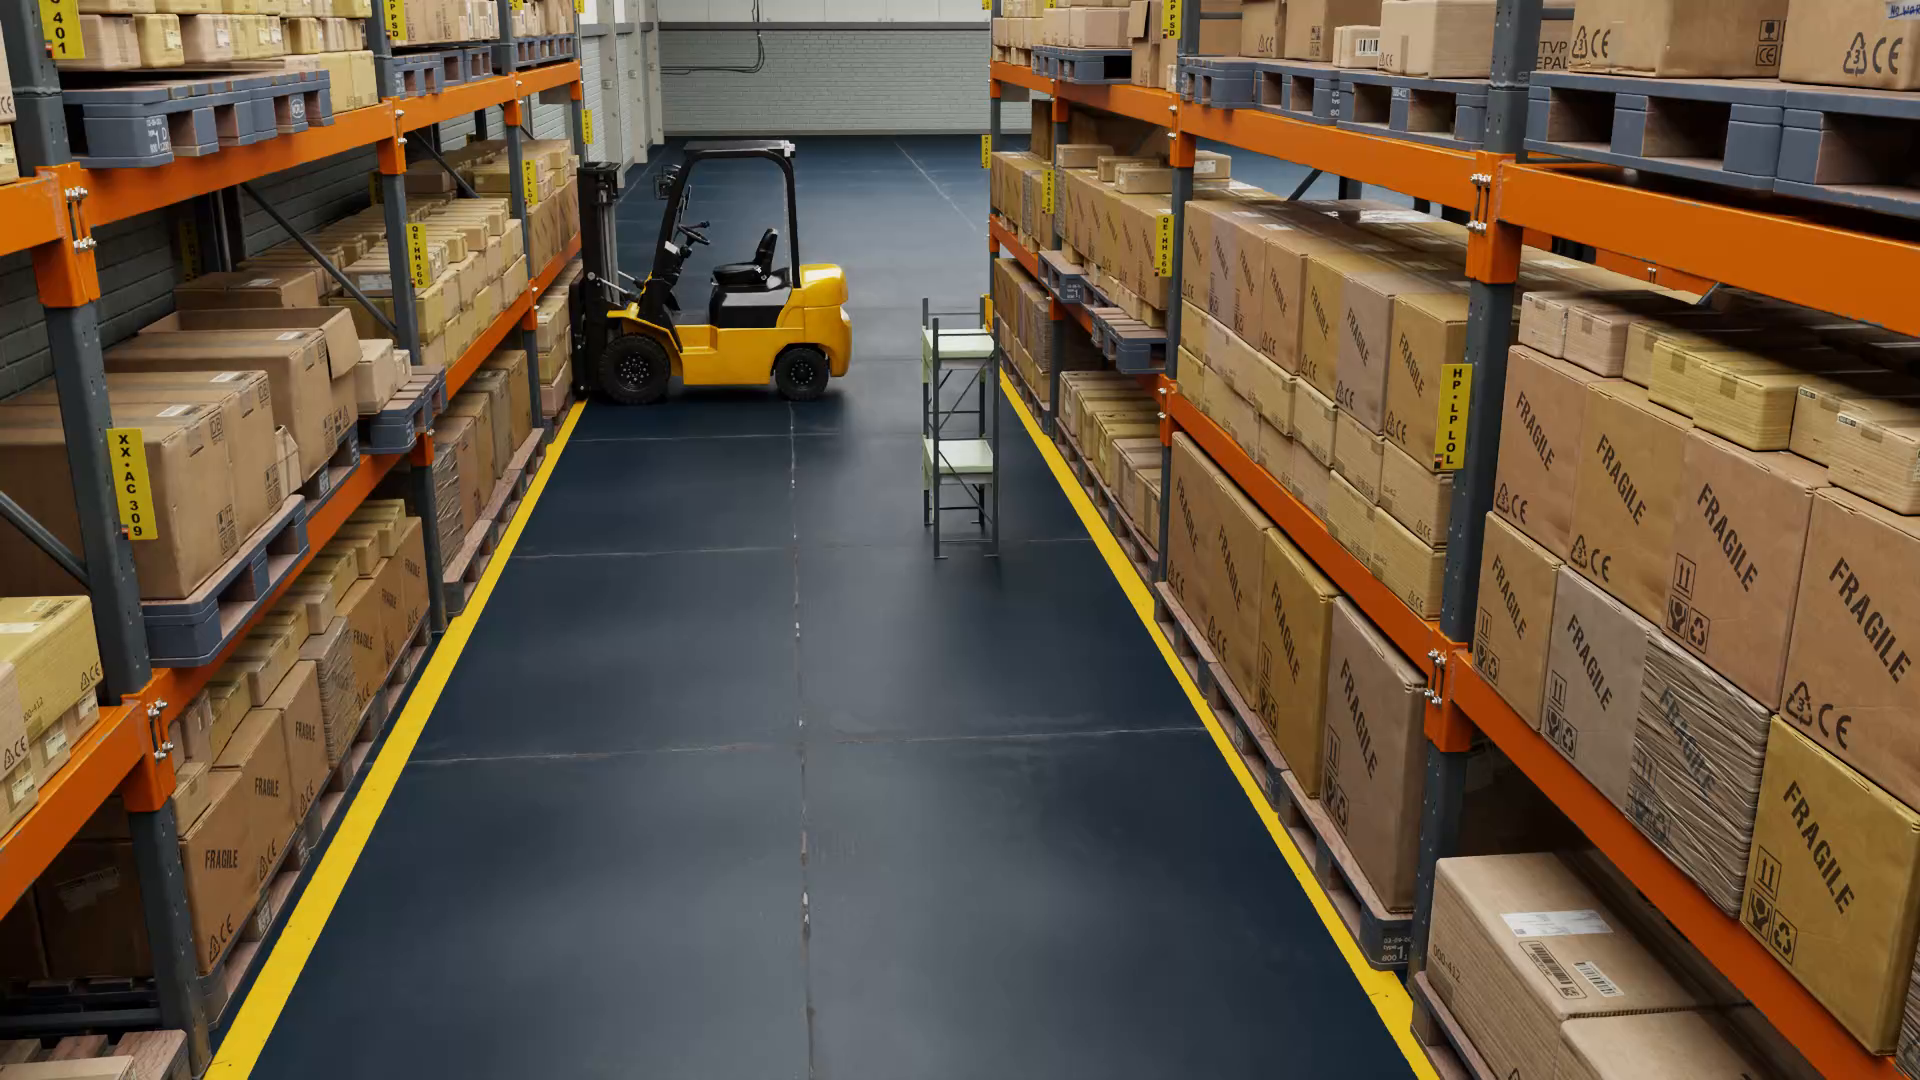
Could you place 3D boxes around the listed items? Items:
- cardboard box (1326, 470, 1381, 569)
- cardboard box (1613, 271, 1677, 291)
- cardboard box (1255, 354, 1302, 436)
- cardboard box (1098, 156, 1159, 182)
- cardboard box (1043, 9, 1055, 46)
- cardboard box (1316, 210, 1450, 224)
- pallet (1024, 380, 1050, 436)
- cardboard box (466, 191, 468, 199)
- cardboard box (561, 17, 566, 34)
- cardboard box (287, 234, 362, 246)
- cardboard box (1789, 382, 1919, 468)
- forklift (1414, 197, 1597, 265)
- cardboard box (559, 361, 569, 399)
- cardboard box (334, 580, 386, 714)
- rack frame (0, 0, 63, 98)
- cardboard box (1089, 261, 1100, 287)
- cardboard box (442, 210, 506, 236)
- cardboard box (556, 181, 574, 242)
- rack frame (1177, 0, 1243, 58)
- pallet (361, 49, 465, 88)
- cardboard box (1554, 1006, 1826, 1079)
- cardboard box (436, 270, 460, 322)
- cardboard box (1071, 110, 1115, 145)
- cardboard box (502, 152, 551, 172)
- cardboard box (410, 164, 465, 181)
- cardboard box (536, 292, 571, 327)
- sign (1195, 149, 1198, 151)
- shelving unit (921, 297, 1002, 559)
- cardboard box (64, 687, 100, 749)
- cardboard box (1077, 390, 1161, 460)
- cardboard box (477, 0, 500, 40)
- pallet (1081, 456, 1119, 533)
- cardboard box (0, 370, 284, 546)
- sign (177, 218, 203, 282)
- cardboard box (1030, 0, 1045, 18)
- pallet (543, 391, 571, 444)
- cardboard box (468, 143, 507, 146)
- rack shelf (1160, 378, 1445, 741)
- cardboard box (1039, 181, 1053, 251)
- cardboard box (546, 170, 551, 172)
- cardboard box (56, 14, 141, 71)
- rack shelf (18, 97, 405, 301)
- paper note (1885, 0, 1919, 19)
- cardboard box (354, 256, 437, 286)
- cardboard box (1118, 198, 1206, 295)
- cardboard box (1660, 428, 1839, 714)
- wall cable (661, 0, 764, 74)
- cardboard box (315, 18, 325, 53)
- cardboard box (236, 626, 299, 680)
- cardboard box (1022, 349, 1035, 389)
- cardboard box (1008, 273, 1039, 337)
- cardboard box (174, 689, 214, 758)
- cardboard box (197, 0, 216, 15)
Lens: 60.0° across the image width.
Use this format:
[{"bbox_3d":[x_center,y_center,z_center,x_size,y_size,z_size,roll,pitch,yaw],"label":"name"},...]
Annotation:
[{"bbox_3d":[1.694,-0.086,6.192,0.500,0.250,0.500,-2,18,-6],"label":"cardboard box"},{"bbox_3d":[6.135,-1.822,14.320,0.875,0.875,0.875,-2,17,-5],"label":"cardboard box"},{"bbox_3d":[1.567,-0.625,7.077,0.500,0.250,0.500,-1,17,-5],"label":"cardboard box"},{"bbox_3d":[1.128,-2.491,11.156,0.380,0.149,0.250,-1,17,-3],"label":"cardboard box"},{"bbox_3d":[0.879,-3.637,11.794,0.500,0.250,0.500,-2,18,-7],"label":"cardboard box"},{"bbox_3d":[2.004,-1.298,7.966,0.500,0.500,0.500,-1,17,-5],"label":"cardboard box"},{"bbox_3d":[1.113,-1.132,13.929,1.003,0.211,1.213,-2,18,-6],"label":"pallet"},{"bbox_3d":[-4.153,-2.782,13.282,0.380,0.149,0.250,-2,18,-5],"label":"cardboard box"},{"bbox_3d":[-3.745,-4.622,14.936,0.380,0.149,0.250,-2,18,-7],"label":"cardboard box"},{"bbox_3d":[-3.799,-1.741,9.966,0.380,0.149,0.250,-2,18,-7],"label":"cardboard box"},{"bbox_3d":[1.998,-0.233,3.491,0.380,0.149,0.250,-2,18,-6],"label":"cardboard box"},{"bbox_3d":[3.311,-1.519,10.622,1.130,2.935,3.031,-1,17,-4],"label":"forklift"},{"bbox_3d":[-3.508,-1.302,13.707,0.500,0.250,0.500,-2,18,-7],"label":"cardboard box"},{"bbox_3d":[-2.952,0.500,7.549,0.500,0.500,0.500,-1,17,-3],"label":"cardboard box"},{"bbox_3d":[-2.895,-2.587,3.895,1.000,3.000,0.127,-2,18,-6],"label":"rack frame"},{"bbox_3d":[1.067,-1.780,11.057,0.380,0.149,0.250,-1,17,-4],"label":"cardboard box"},{"bbox_3d":[-3.287,-2.146,11.254,0.380,0.149,0.250,-2,18,-7],"label":"cardboard box"},{"bbox_3d":[-3.723,-2.902,14.746,0.500,0.500,0.500,-2,18,-7],"label":"cardboard box"},{"bbox_3d":[1.630,-3.934,8.183,1.000,3.000,0.127,-2,18,-6],"label":"rack frame"},{"bbox_3d":[-3.584,-2.790,9.865,1.003,0.211,1.213,-1,17,-3],"label":"pallet"},{"bbox_3d":[2.093,1.600,4.151,0.875,0.438,0.875,-2,18,-7],"label":"cardboard box"},{"bbox_3d":[-3.160,-1.373,9.458,0.500,0.250,0.500,-1,17,-4],"label":"cardboard box"},{"bbox_3d":[1.332,-3.371,14.073,0.700,0.500,0.500,-2,18,-7],"label":"cardboard box"},{"bbox_3d":[-3.722,-3.242,14.251,0.380,0.149,0.250,-2,17,-5],"label":"cardboard box"},{"bbox_3d":[-4.078,-2.848,12.994,0.380,0.149,0.250,-2,18,-6],"label":"cardboard box"},{"bbox_3d":[-3.563,-1.928,14.032,0.500,0.250,0.500,-1,17,-4],"label":"cardboard box"},{"bbox_3d":[1.769,-2.834,12.762,0.100,0.325,0.005,-2,18,-6],"label":"sign"},{"bbox_3d":[-0.001,-0.718,10.459,0.431,1.500,0.755,-2,18,-6],"label":"shelving unit"},{"bbox_3d":[-2.610,0.482,4.554,0.380,0.149,0.250,-2,17,-5],"label":"cardboard box"},{"bbox_3d":[1.351,-0.839,12.029,0.950,0.372,0.625,-1,17,-2],"label":"cardboard box"},{"bbox_3d":[-3.403,-3.537,11.209,0.500,0.311,0.500,-2,18,-7],"label":"cardboard box"},{"bbox_3d":[1.428,-0.336,11.396,1.003,0.211,1.213,-2,18,-6],"label":"pallet"},{"bbox_3d":[-2.775,-0.279,5.688,0.700,0.500,0.500,-2,17,-5],"label":"cardboard box"},{"bbox_3d":[-3.859,-1.451,8.359,0.100,0.325,0.005,-2,18,-6],"label":"sign"},{"bbox_3d":[0.769,-4.271,13.354,0.380,0.149,0.250,-1,17,-4],"label":"cardboard box"},{"bbox_3d":[-3.760,-1.016,13.562,1.003,0.211,1.213,-2,18,-6],"label":"pallet"},{"bbox_3d":[-4.275,-3.536,15.184,0.380,0.149,0.250,-1,17,-5],"label":"cardboard box"},{"bbox_3d":[1.836,-0.132,7.291,1.077,0.370,4.000,-2,18,-6],"label":"rack shelf"},{"bbox_3d":[0.924,-2.577,13.215,0.500,0.500,0.500,-2,18,-7],"label":"cardboard box"},{"bbox_3d":[-3.725,-3.104,14.307,0.380,0.149,0.250,-2,18,-6],"label":"cardboard box"},{"bbox_3d":[-2.530,-1.386,4.627,0.380,0.149,0.250,-2,17,-5],"label":"cardboard box"},{"bbox_3d":[-3.101,-1.409,6.350,1.077,0.370,4.000,-2,18,-6],"label":"rack shelf"},{"bbox_3d":[1.659,-0.929,2.913,0.006,0.032,0.123,-2,18,-6],"label":"paper note"},{"bbox_3d":[-3.076,-1.458,9.062,0.380,0.149,0.250,-1,17,-4],"label":"cardboard box"},{"bbox_3d":[1.242,-1.742,9.853,0.500,0.500,0.500,-2,18,-7],"label":"cardboard box"},{"bbox_3d":[1.938,0.049,3.678,0.500,0.500,0.500,-1,17,-5],"label":"cardboard box"},{"bbox_3d":[-7.040,-14.302,46.395,3.097,2.526,0.112,-2,18,-6],"label":"wall cable"},{"bbox_3d":[-3.022,-2.212,7.291,0.380,0.149,0.250,-1,17,-4],"label":"cardboard box"},{"bbox_3d":[-2.864,0.455,6.608,0.380,0.149,0.250,-1,17,-4],"label":"cardboard box"},{"bbox_3d":[0.824,-1.478,14.266,0.500,0.250,0.500,-2,18,-7],"label":"cardboard box"},{"bbox_3d":[0.718,-2.140,15.122,0.500,0.500,0.500,-1,17,-5],"label":"cardboard box"},{"bbox_3d":[-2.741,0.625,5.572,0.380,0.149,0.250,-3,18,-8],"label":"cardboard box"},{"bbox_3d":[-2.624,-1.759,5.319,0.380,0.149,0.250,-2,18,-7],"label":"cardboard box"}]
